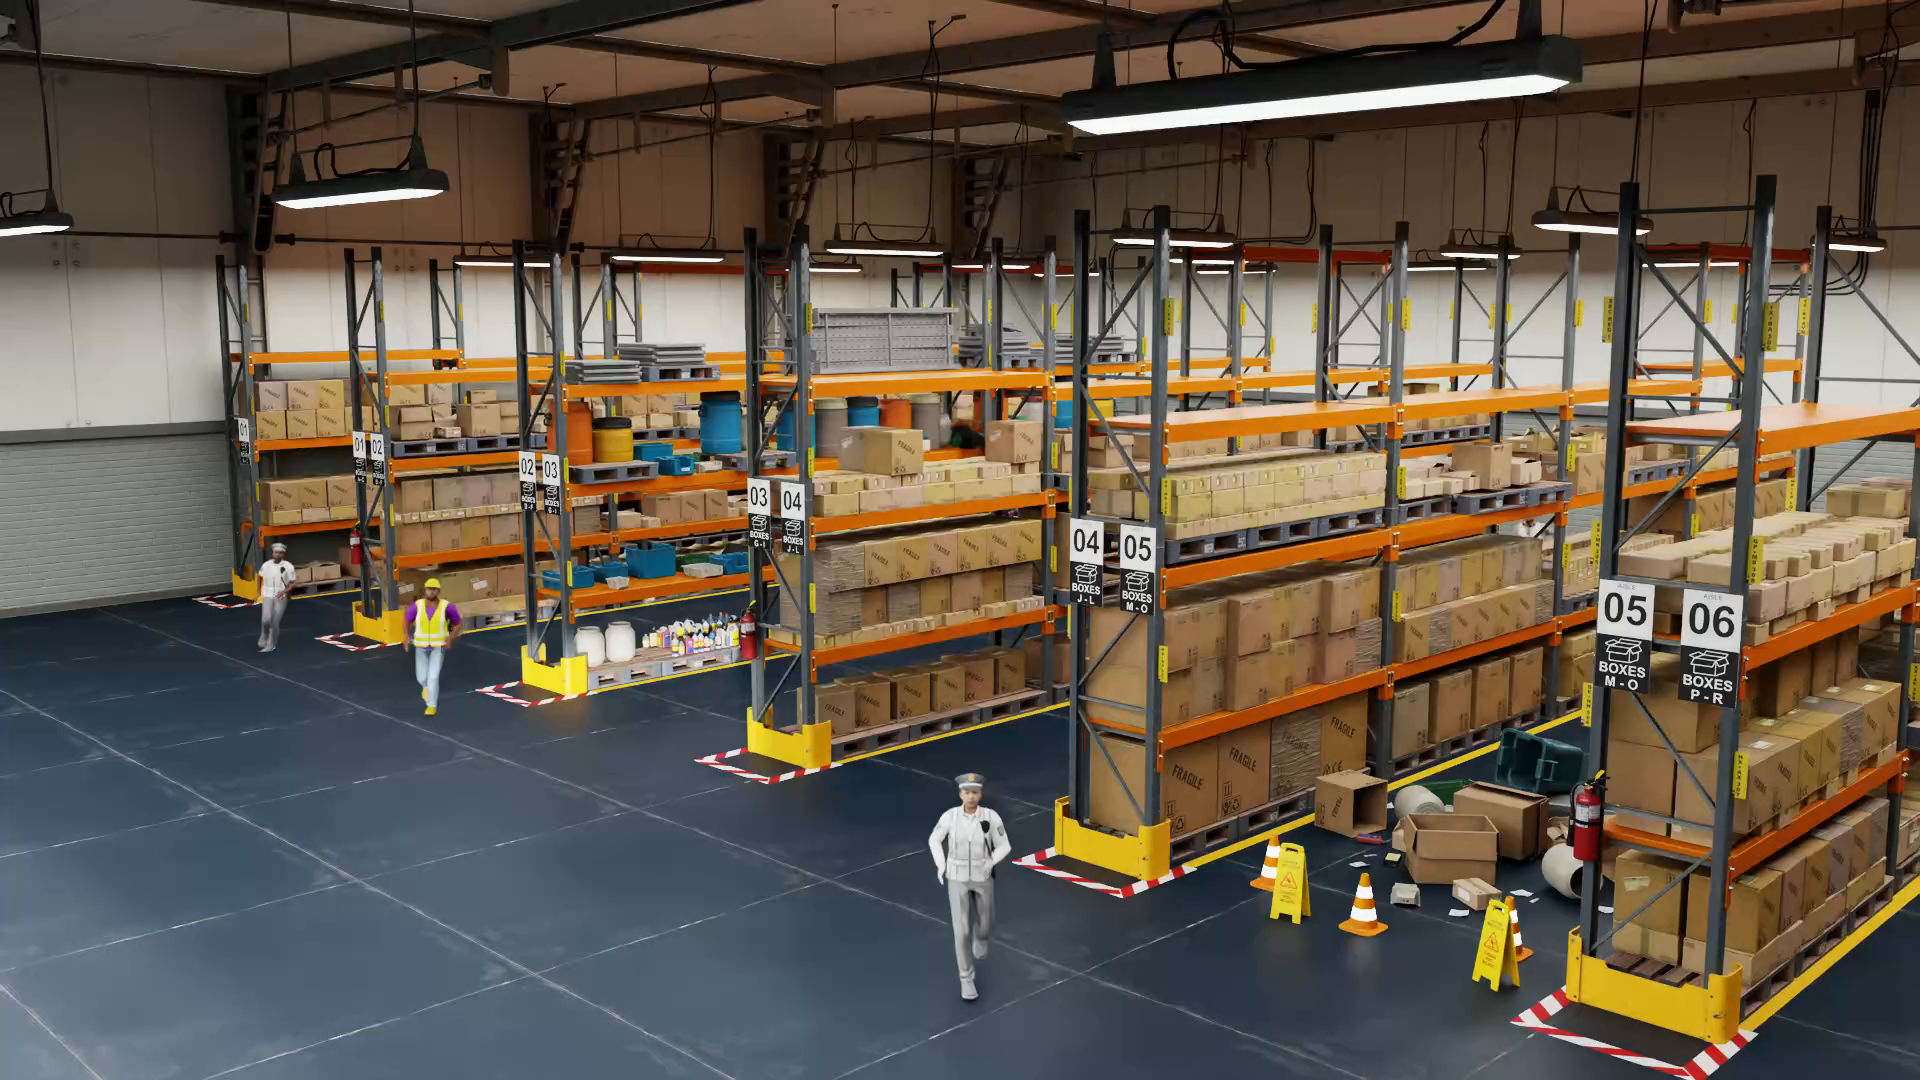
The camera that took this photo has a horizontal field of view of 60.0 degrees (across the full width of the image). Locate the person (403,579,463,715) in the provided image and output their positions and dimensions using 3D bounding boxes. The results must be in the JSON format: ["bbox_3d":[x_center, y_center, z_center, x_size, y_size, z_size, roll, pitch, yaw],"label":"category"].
[{"bbox_3d":[-6.699,1.337,21.135,0.734,1.717,0.691,-2,8,-11],"label":"person"}]

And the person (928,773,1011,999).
[{"bbox_3d":[0.072,2.565,12.647,0.625,1.660,0.767,0,8,-1],"label":"person"}]

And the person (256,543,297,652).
[{"bbox_3d":[-10.170,0.863,24.708,0.593,1.640,0.546,-2,8,-13],"label":"person"}]

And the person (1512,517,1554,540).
[{"bbox_3d":[9.577,0.303,27.978,0.638,1.793,0.915,6,10,38],"label":"person"}]
